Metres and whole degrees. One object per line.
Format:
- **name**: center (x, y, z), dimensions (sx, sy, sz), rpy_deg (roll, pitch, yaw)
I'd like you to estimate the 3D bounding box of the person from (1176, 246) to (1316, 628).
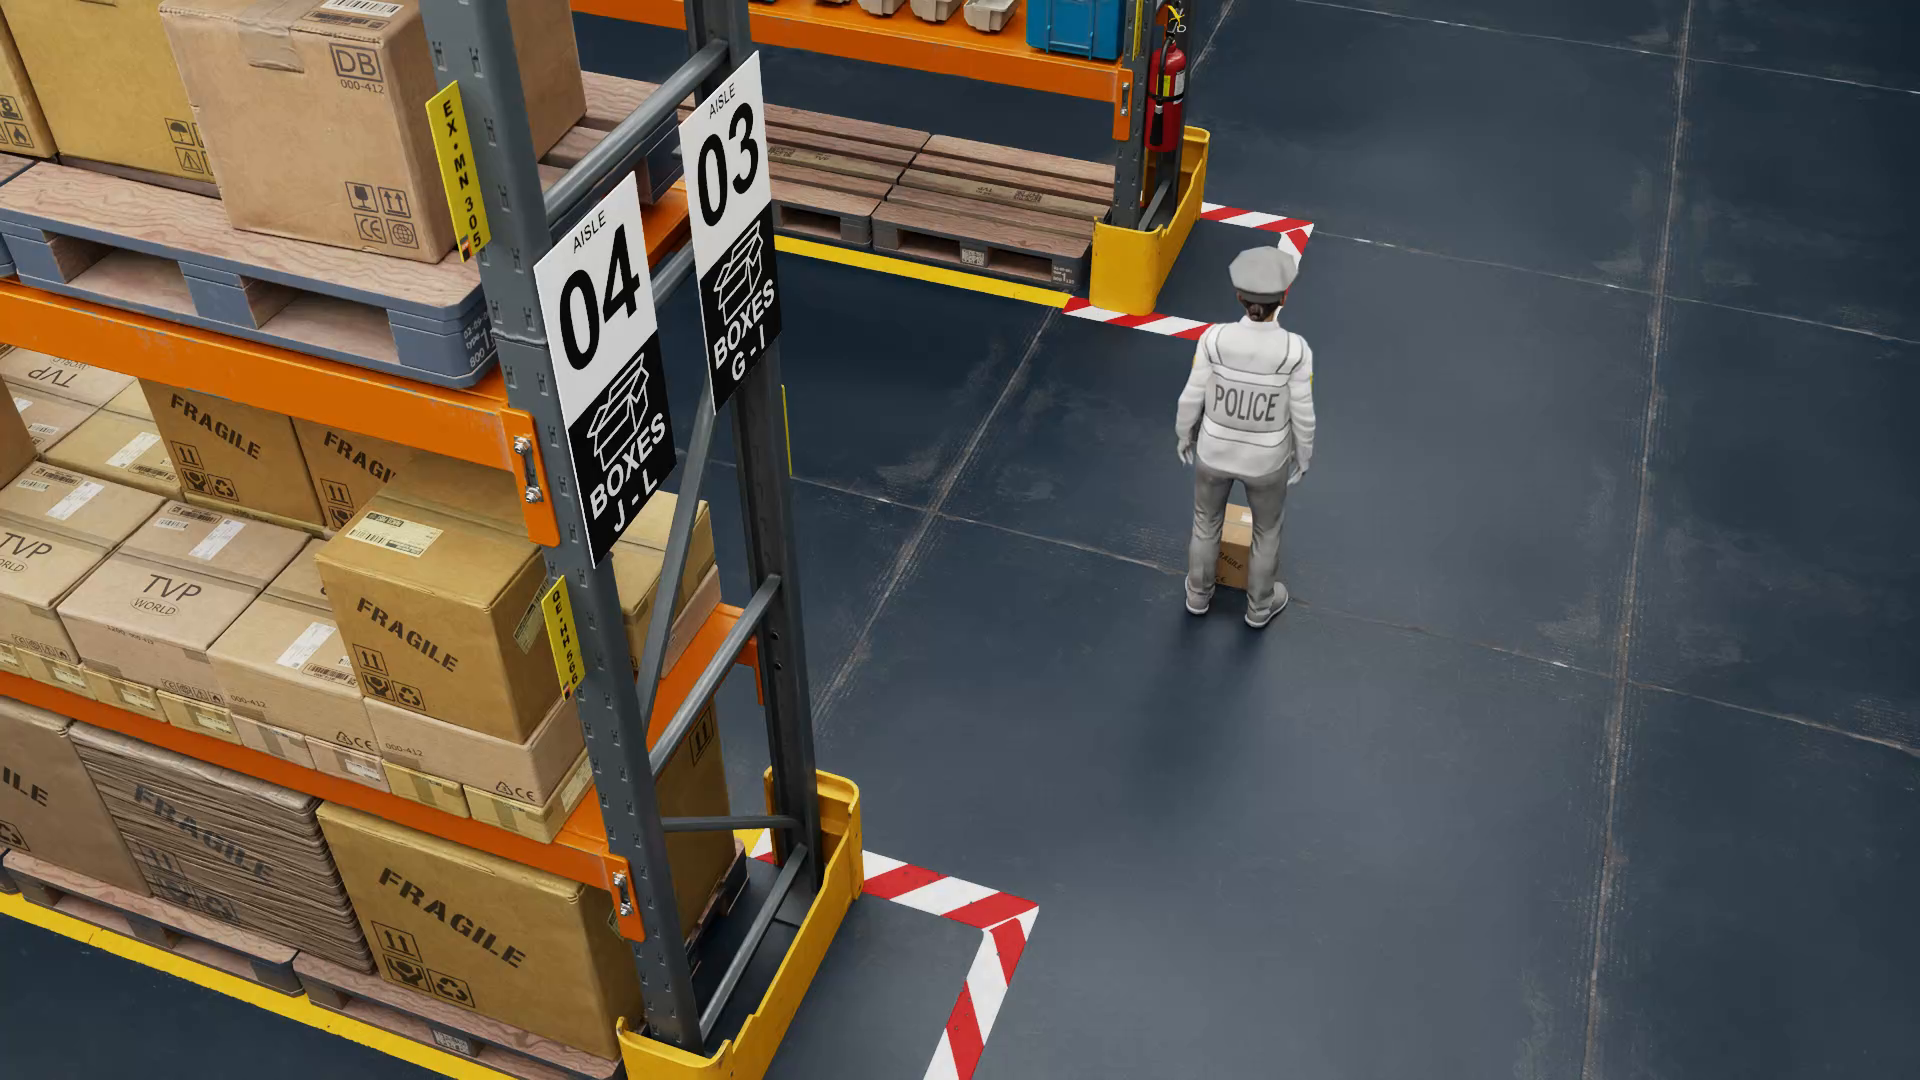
- **person**: center (1.113, -0.351, 6.550), dimensions (0.542, 1.664, 0.373), rpy_deg (12, 43, 13)
